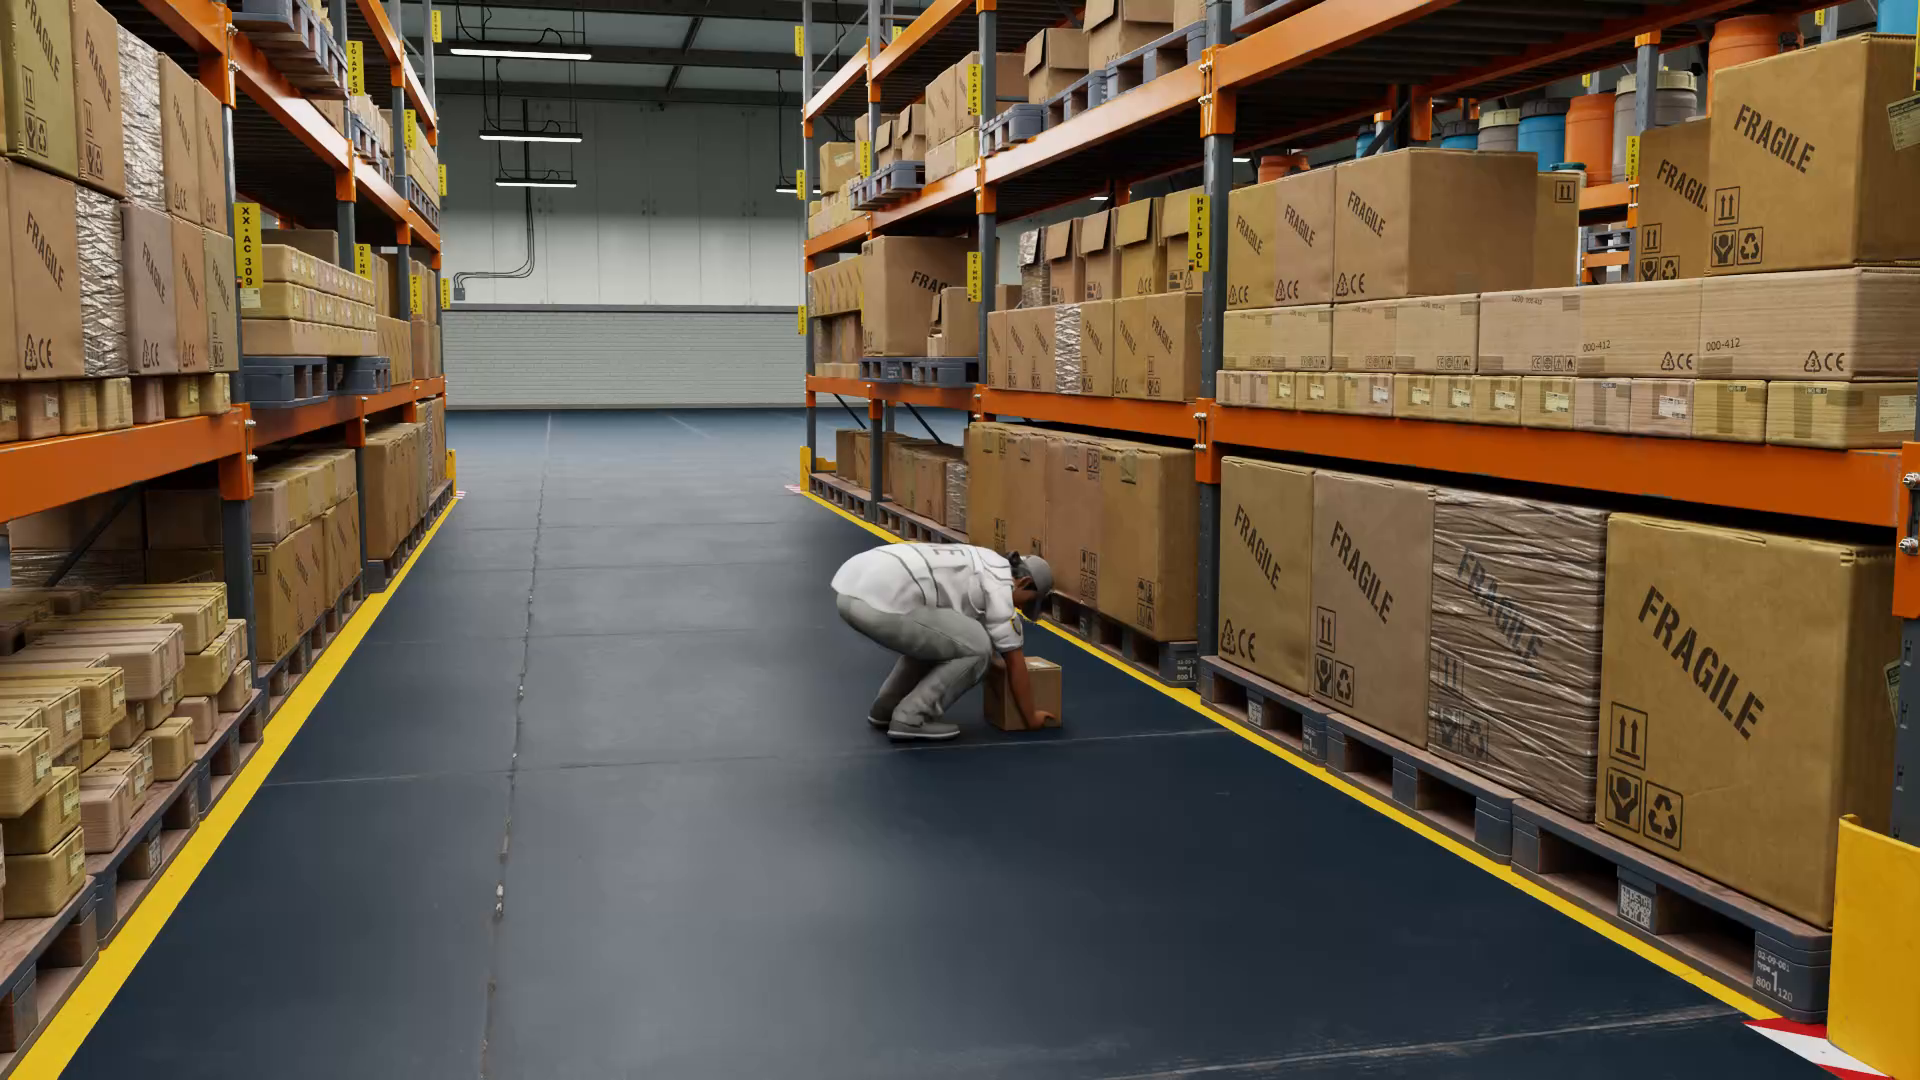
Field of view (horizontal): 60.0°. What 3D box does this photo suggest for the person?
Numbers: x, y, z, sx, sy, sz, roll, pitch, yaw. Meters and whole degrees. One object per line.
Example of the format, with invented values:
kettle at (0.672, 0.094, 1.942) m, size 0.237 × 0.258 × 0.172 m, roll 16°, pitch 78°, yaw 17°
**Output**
person at (-0.043, 0.396, 6.749) m, size 0.929 × 0.785 × 0.512 m, roll -3°, pitch 7°, yaw -22°
